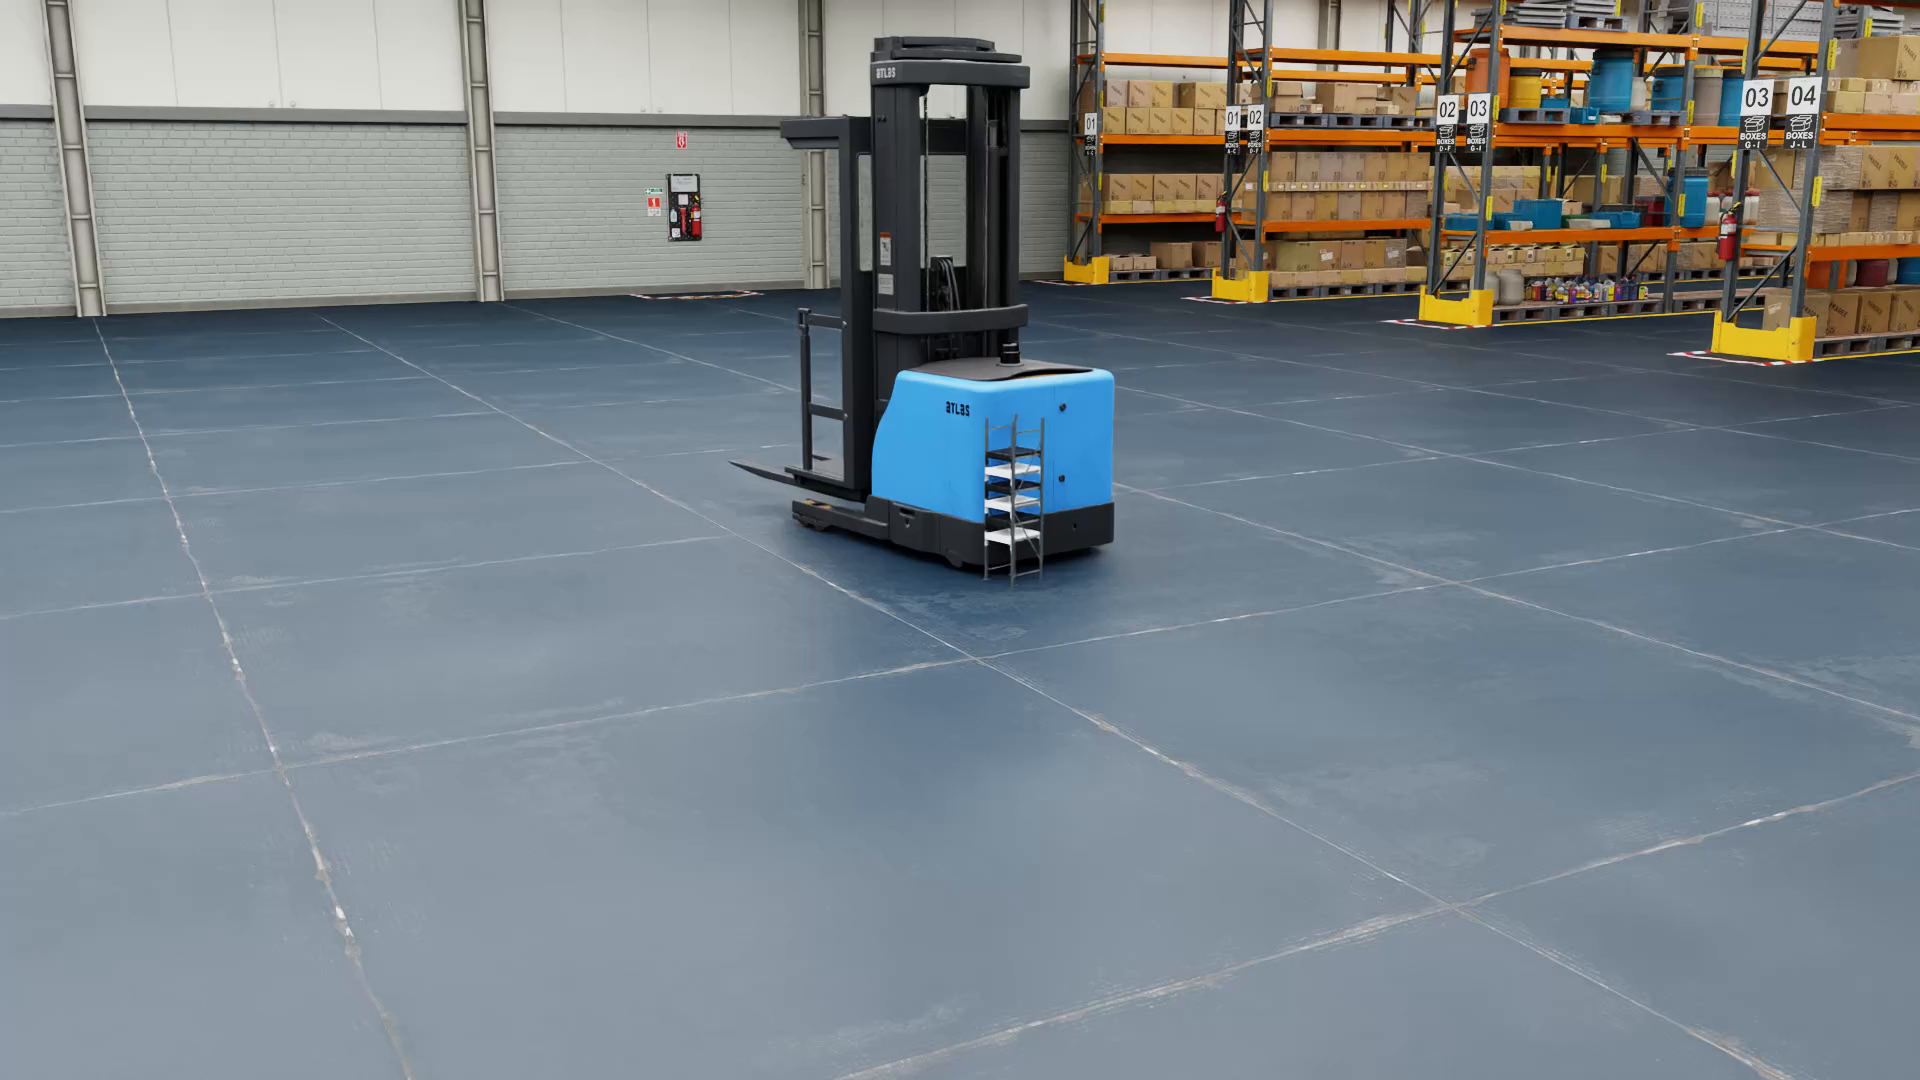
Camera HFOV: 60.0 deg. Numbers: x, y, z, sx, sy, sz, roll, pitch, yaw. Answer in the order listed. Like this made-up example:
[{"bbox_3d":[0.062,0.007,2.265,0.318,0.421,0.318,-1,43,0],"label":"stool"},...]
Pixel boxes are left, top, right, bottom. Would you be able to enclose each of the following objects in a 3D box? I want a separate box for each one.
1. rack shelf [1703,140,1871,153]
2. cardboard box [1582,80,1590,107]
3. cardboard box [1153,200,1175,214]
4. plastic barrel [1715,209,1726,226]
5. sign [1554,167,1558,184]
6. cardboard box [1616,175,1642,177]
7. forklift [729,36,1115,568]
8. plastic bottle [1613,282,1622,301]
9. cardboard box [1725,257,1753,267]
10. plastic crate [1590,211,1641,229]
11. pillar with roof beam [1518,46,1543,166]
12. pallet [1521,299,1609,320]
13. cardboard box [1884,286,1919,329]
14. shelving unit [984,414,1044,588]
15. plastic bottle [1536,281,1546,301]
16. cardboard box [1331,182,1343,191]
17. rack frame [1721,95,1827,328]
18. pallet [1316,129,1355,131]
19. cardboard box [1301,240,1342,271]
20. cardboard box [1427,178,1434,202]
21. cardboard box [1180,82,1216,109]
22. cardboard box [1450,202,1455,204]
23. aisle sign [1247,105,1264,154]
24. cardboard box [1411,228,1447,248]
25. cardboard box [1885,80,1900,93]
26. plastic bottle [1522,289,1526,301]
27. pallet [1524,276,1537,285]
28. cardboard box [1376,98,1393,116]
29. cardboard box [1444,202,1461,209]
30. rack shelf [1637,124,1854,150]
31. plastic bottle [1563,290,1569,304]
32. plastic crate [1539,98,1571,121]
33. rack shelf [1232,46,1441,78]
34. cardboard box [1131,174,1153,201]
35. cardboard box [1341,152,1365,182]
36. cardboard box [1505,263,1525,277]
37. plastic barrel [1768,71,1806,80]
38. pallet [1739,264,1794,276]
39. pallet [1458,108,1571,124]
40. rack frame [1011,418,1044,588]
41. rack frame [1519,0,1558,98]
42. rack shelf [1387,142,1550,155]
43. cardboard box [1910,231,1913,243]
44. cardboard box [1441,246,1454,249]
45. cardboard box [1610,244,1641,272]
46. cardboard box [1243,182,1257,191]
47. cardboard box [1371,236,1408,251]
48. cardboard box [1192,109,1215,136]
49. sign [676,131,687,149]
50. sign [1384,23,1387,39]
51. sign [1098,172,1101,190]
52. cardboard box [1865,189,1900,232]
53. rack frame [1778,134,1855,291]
[{"bbox_3d":[17.072,-8.159,34.340,4.000,0.370,1.077,-7,14,-28],"label":"rack shelf"},{"bbox_3d":[12.192,-8.460,31.534,0.500,0.500,0.500,-7,14,-28],"label":"cardboard box"},{"bbox_3d":[3.887,-6.565,32.745,0.500,0.250,0.500,-7,15,-29],"label":"cardboard box"},{"bbox_3d":[11.901,-5.082,26.175,0.301,0.262,0.301,0,13,0],"label":"plastic barrel"},{"bbox_3d":[11.538,-7.046,32.127,0.005,0.325,0.100,-7,14,-28],"label":"sign"},{"bbox_3d":[15.375,-8.224,39.136,0.700,0.700,0.980,-7,14,-28],"label":"cardboard box"},{"bbox_3d":[-0.403,-1.543,10.288,1.130,2.935,3.031,-10,16,-37],"label":"forklift"},{"bbox_3d":[9.947,-3.761,25.173,0.133,0.283,0.061,-6,14,-24],"label":"plastic bottle"},{"bbox_3d":[15.789,-5.742,33.913,0.500,0.311,0.500,-7,14,-28],"label":"cardboard box"},{"bbox_3d":[9.824,-4.799,24.939,0.616,0.251,0.499,-7,14,-28],"label":"plastic crate"},{"bbox_3d":[15.203,-10.128,34.618,0.400,9.000,9.100,-7,14,-28],"label":"pillar with roof beam"},{"bbox_3d":[8.984,-3.488,25.126,1.213,0.211,1.003,-7,14,-28],"label":"pallet"},{"bbox_3d":[12.169,-2.975,21.232,0.500,0.500,0.500,-2,13,-10],"label":"cardboard box"},{"bbox_3d":[0.294,-0.216,9.018,0.258,0.900,0.210,-12,17,-42],"label":"shelving unit"},{"bbox_3d":[8.842,-3.787,25.290,0.133,0.283,0.061,-7,14,-28],"label":"plastic bottle"},{"bbox_3d":[6.361,-6.075,28.567,0.250,0.149,0.380,-7,14,-29],"label":"cardboard box"},{"bbox_3d":[9.528,-3.665,19.561,0.127,3.000,1.000,-7,14,-28],"label":"rack frame"},{"bbox_3d":[7.420,-8.475,34.532,1.003,0.211,1.213,-7,14,-28],"label":"pallet"},{"bbox_3d":[6.232,-4.925,28.760,0.500,0.500,0.500,-7,14,-28],"label":"cardboard box"},{"bbox_3d":[9.978,-7.575,35.988,0.500,0.500,0.500,-6,14,-26],"label":"cardboard box"},{"bbox_3d":[4.679,-8.737,32.719,0.500,0.500,0.500,-7,15,-30],"label":"cardboard box"},{"bbox_3d":[10.714,-7.363,36.521,0.250,0.149,0.380,-6,14,-27],"label":"cardboard box"},{"bbox_3d":[4.873,-6.777,27.468,0.004,0.787,0.394,-7,14,-28],"label":"aisle sign"},{"bbox_3d":[10.138,-6.578,36.447,0.750,0.750,0.750,-7,14,-29],"label":"cardboard box"},{"bbox_3d":[10.805,-5.332,19.574,0.250,0.149,0.380,-7,14,-28],"label":"cardboard box"},{"bbox_3d":[8.556,-3.746,25.295,0.097,0.201,0.097,0,13,0],"label":"plastic bottle"},{"bbox_3d":[9.995,-4.849,31.174,1.213,0.211,1.003,-7,14,-28],"label":"pallet"},{"bbox_3d":[7.253,-7.629,29.273,0.500,0.311,0.500,-8,15,-31],"label":"cardboard box"},{"bbox_3d":[8.979,-6.057,30.499,0.258,0.266,0.396,-7,15,-29],"label":"cardboard box"},{"bbox_3d":[12.421,-6.363,26.357,4.000,0.370,1.077,-7,14,-28],"label":"rack shelf"},{"bbox_3d":[8.986,-3.610,24.691,0.097,0.201,0.097,0,13,0],"label":"plastic bottle"},{"bbox_3d":[8.684,-6.333,24.624,0.575,0.384,0.392,-7,14,-28],"label":"plastic crate"},{"bbox_3d":[6.540,-8.165,28.445,4.000,0.370,1.077,-7,14,-28],"label":"rack shelf"},{"bbox_3d":[3.409,-6.873,32.406,0.500,0.500,0.500,-7,14,-28],"label":"cardboard box"},{"bbox_3d":[6.587,-6.470,28.846,0.500,0.500,0.700,-7,14,-28],"label":"cardboard box"},{"bbox_3d":[10.117,-5.015,30.867,0.500,0.250,0.500,-7,14,-27],"label":"cardboard box"},{"bbox_3d":[13.351,-7.124,26.960,0.600,0.901,0.600,0,13,0],"label":"plastic barrel"},{"bbox_3d":[16.992,-5.677,34.856,1.213,0.211,1.003,-7,14,-28],"label":"pallet"},{"bbox_3d":[7.927,-6.059,23.797,1.213,0.211,1.003,-7,14,-28],"label":"pallet"},{"bbox_3d":[0.363,-0.199,8.946,0.240,0.900,0.006,-12,17,-42],"label":"rack frame"},{"bbox_3d":[12.940,-10.718,37.237,0.127,3.000,1.000,-7,14,-28],"label":"rack frame"},{"bbox_3d":[11.185,-8.693,36.710,4.000,0.370,1.077,-7,14,-28],"label":"rack shelf"},{"bbox_3d":[11.411,-3.717,20.367,0.250,0.149,0.380,-7,14,-28],"label":"cardboard box"},{"bbox_3d":[8.967,-5.286,30.793,0.500,0.311,0.500,-6,14,-26],"label":"cardboard box"},{"bbox_3d":[12.799,-5.460,32.229,0.500,0.500,0.500,-7,15,-30],"label":"cardboard box"},{"bbox_3d":[5.028,-6.016,28.306,0.250,0.149,0.380,-7,15,-29],"label":"cardboard box"},{"bbox_3d":[7.738,-5.236,30.141,0.500,0.500,0.500,-7,14,-28],"label":"cardboard box"},{"bbox_3d":[4.675,-8.254,32.849,0.500,0.500,0.500,-7,15,-30],"label":"cardboard box"},{"bbox_3d":[-4.901,-7.034,29.254,0.199,0.298,0.001,-7,14,-28],"label":"sign"},{"bbox_3d":[9.160,-10.936,35.721,0.005,0.325,0.100,-7,14,-28],"label":"sign"},{"bbox_3d":[2.668,-6.846,31.727,0.005,0.325,0.100,-7,14,-28],"label":"sign"},{"bbox_3d":[10.864,-4.031,20.284,0.500,0.500,0.875,-7,14,-28],"label":"cardboard box"},{"bbox_3d":[14.176,-5.461,27.542,0.127,3.000,1.000,-7,14,-28],"label":"rack frame"}]
